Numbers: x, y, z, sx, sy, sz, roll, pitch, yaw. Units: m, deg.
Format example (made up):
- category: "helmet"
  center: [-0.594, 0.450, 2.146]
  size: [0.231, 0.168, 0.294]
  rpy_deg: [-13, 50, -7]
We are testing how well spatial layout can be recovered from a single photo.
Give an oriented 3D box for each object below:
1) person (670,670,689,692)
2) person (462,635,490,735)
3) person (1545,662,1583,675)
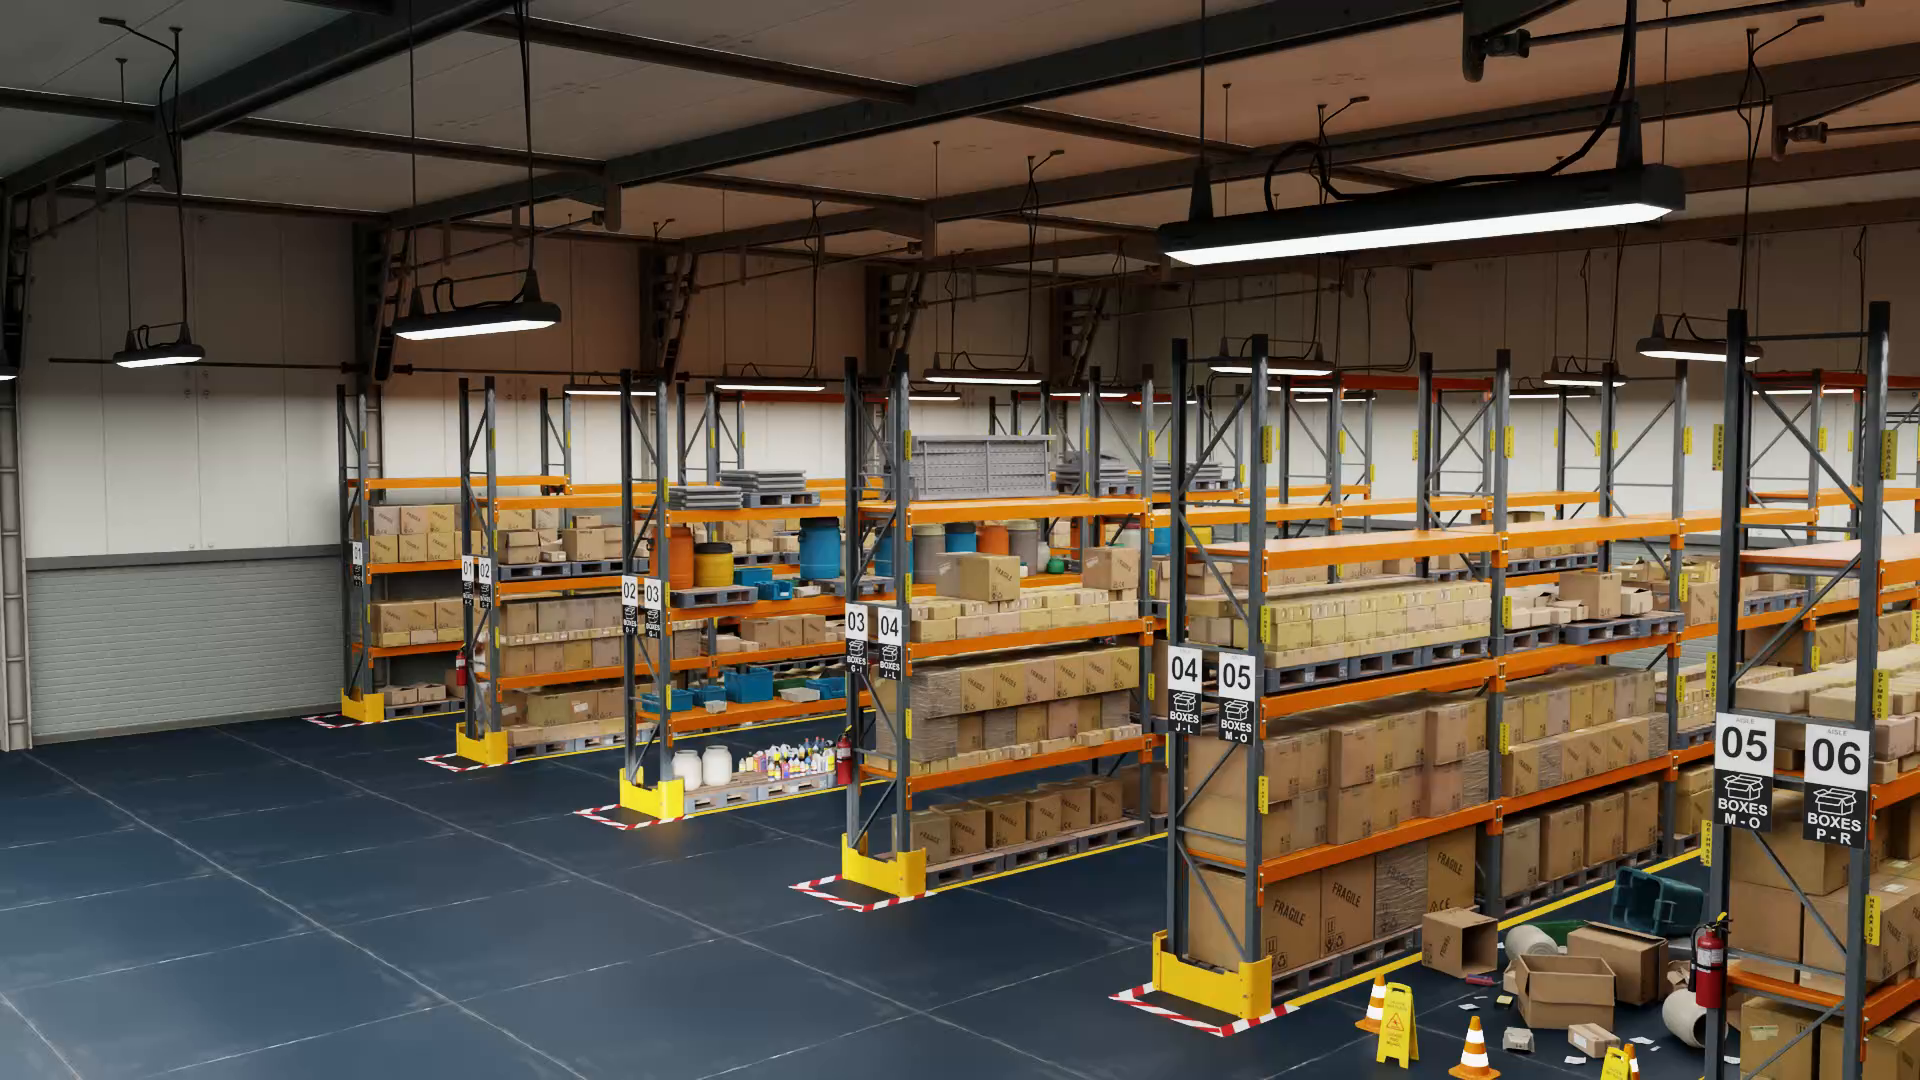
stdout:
- category: "person"
  center: [-5.220, 2.291, 30.761]
  size: [0.659, 1.720, 0.612]
  rpy_deg: [2, 4, 30]
- category: "person"
  center: [-8.156, 2.451, 28.325]
  size: [0.681, 1.722, 0.587]
  rpy_deg: [1, 4, 16]
- category: "person"
  center: [9.425, 2.581, 25.957]
  size: [0.843, 1.780, 0.692]
  rpy_deg: [-3, 5, -41]
